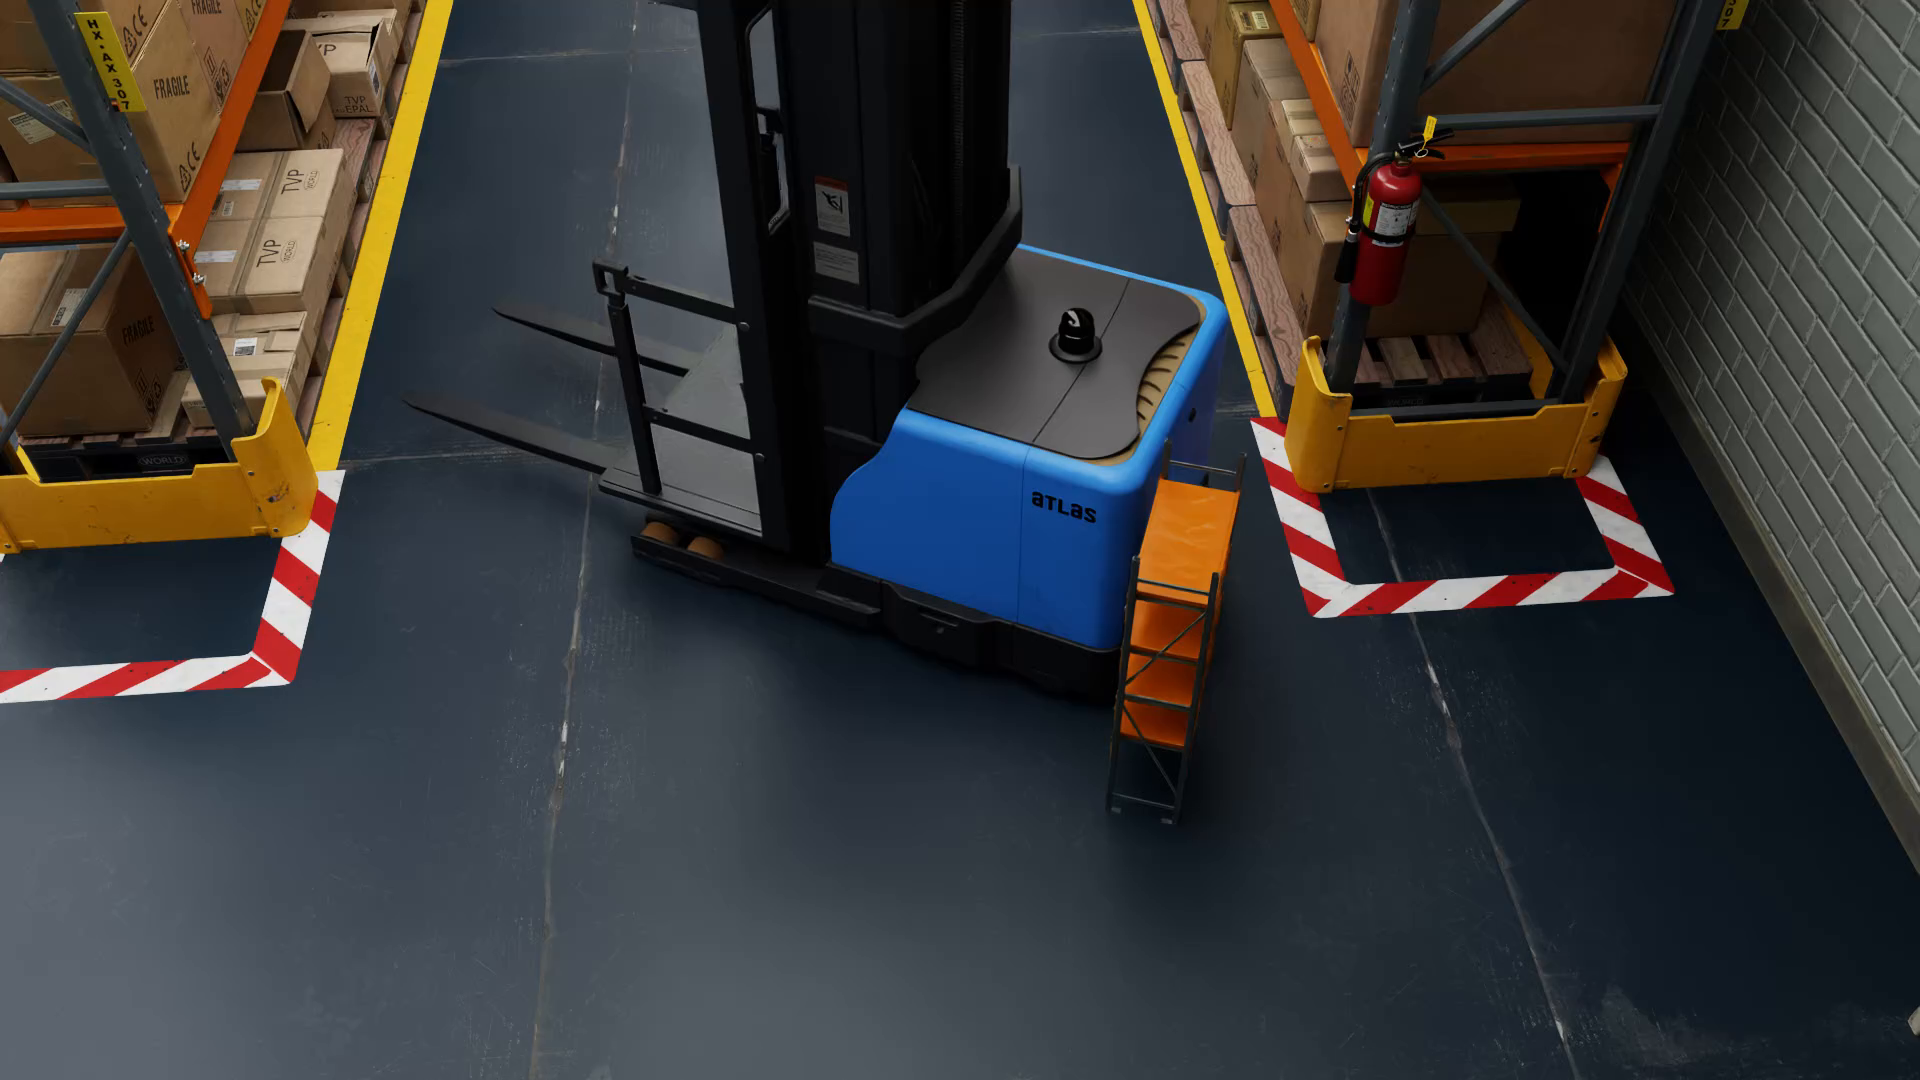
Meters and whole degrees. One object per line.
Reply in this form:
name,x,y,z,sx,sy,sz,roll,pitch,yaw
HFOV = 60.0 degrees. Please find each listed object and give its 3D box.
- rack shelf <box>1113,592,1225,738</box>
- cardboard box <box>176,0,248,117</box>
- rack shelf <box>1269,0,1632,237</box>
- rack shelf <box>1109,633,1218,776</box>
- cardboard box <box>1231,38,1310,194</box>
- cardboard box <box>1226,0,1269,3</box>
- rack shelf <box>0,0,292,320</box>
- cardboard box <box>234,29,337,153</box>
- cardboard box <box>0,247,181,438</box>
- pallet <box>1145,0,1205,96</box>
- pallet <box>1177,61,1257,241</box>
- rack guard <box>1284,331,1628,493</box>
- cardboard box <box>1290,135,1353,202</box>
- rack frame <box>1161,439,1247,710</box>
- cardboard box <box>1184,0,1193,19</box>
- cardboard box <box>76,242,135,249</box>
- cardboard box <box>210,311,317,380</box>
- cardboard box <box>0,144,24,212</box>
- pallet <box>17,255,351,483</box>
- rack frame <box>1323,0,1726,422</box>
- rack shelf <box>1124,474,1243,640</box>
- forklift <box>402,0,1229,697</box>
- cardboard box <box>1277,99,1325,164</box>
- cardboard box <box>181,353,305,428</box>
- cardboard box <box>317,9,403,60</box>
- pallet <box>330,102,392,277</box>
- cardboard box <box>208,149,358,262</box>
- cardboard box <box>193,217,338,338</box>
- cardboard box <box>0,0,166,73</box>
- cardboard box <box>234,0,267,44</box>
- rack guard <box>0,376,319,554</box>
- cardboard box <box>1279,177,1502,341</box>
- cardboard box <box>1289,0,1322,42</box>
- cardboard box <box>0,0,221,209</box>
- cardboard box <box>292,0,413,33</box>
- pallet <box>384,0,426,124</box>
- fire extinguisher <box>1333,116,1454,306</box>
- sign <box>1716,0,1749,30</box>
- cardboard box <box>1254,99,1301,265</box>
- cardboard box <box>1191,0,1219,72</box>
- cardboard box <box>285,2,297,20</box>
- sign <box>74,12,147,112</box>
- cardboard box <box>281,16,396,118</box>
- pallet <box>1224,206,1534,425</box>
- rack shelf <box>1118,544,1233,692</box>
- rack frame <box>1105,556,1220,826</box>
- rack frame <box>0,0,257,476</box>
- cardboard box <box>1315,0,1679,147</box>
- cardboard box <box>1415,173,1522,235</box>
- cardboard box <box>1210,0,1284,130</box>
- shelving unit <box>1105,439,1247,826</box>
rack shelf,0.653,0.360,5.175,0.258,0.148,0.480,11,48,10
cardboard box,-2.881,-1.826,5.844,0.500,0.500,0.500,-4,47,-4
rack shelf,1.711,-2.585,7.127,1.077,0.370,4.000,-3,47,-3
rack shelf,0.653,0.496,5.320,0.258,0.148,0.480,11,48,10
cardboard box,1.635,-1.896,7.412,0.700,0.500,0.500,-5,47,-5
cardboard box,1.394,-2.603,7.635,0.380,0.149,0.250,-5,47,-4
rack shelf,-3.225,-2.281,6.840,1.077,0.370,4.000,-3,47,-3
cardboard box,-3.230,-1.909,7.408,0.797,0.503,0.637,-3,47,-3
cardboard box,-3.349,-0.751,6.314,0.500,0.500,0.500,-3,47,-3
pallet,1.529,-2.765,8.723,1.003,0.211,1.213,-3,47,-3
pallet,1.634,-1.880,7.886,1.003,0.211,1.213,-3,47,-3
rack guard,1.880,-0.508,6.387,1.175,0.500,0.348,-3,47,-3
cardboard box,1.528,-1.475,6.567,0.380,0.149,0.250,-4,47,-4
rack frame,0.717,0.143,5.288,0.240,1.200,0.015,11,48,10
cardboard box,1.504,-3.017,8.473,0.700,0.500,0.500,-3,47,-3
cardboard box,-3.398,-1.355,7.058,0.500,0.250,0.500,-3,47,-3
cardboard box,-2.771,-0.763,6.555,0.380,0.166,0.250,-3,47,-3
cardboard box,-3.367,-1.423,5.463,0.500,0.500,0.500,-2,47,-2
pallet,-3.132,-0.754,6.819,1.003,0.211,1.213,-3,47,-3
rack frame,1.878,-1.385,5.496,1.000,3.000,0.127,-3,47,-3
rack shelf,0.653,0.043,4.841,0.258,0.148,0.480,11,48,10
forklift,-0.654,-1.188,5.357,3.031,2.935,1.130,18,49,16
cardboard box,1.505,-1.660,6.742,0.380,0.149,0.250,-2,47,-2
cardboard box,-2.750,-0.576,6.390,0.380,0.149,0.250,-3,47,-3
cardboard box,-2.971,-2.484,8.197,0.380,0.149,0.250,-3,47,-3
pallet,-3.231,-1.635,7.653,1.003,0.211,1.213,-3,47,-3
cardboard box,-2.904,-1.421,7.121,0.500,0.250,0.500,-3,47,-3
cardboard box,-2.863,-1.059,6.778,0.500,0.250,0.500,-3,47,-3
cardboard box,-2.832,-1.796,5.128,0.500,0.500,0.500,-2,47,-2
cardboard box,-2.920,-2.189,6.188,0.500,0.500,0.500,-4,47,-3
rack guard,-3.064,-0.277,6.168,1.175,0.500,0.348,-3,47,-3
cardboard box,1.720,-1.170,6.725,0.700,0.500,0.500,-3,47,-3
cardboard box,1.753,-2.382,6.234,0.980,0.700,0.700,-4,47,-4
cardboard box,-2.832,-1.453,5.491,0.500,0.500,0.500,-3,47,-2
cardboard box,-3.062,-2.872,8.323,0.500,0.500,0.500,-3,47,-3
pallet,-3.336,-2.519,8.491,1.003,0.211,1.213,-3,47,-3
fire extinguisher,1.431,-1.093,5.529,0.296,0.674,0.183,-3,47,-3
sign,2.432,-1.739,5.180,0.100,0.325,0.005,-3,47,-3
cardboard box,1.678,-1.532,7.068,0.700,0.500,0.500,-4,47,-3
cardboard box,1.542,-2.653,8.129,0.700,0.500,0.500,-4,47,-4
cardboard box,-3.573,-2.885,8.465,0.500,0.311,0.500,-3,47,-3
sign,-2.517,-1.412,4.925,0.100,0.325,0.005,-3,47,-3
cardboard box,-3.000,-2.264,7.877,0.500,0.311,0.500,-3,47,-3
pallet,1.733,-1.000,7.052,1.003,0.211,1.213,-3,47,-3
rack shelf,0.653,0.206,5.013,0.258,0.148,0.480,11,48,10
rack frame,0.589,0.485,4.965,0.240,1.200,0.015,11,48,10
rack frame,-3.058,-1.081,5.208,1.000,3.000,0.127,-3,47,-3
cardboard box,1.825,-1.856,5.736,0.980,0.700,0.700,-2,47,-1
cardboard box,1.930,-1.315,6.415,0.380,0.149,0.250,-3,47,-3
cardboard box,1.583,-2.281,7.777,0.700,0.500,0.500,-3,47,-2
shelving unit,0.653,0.314,5.127,0.258,1.200,0.503,11,48,10
